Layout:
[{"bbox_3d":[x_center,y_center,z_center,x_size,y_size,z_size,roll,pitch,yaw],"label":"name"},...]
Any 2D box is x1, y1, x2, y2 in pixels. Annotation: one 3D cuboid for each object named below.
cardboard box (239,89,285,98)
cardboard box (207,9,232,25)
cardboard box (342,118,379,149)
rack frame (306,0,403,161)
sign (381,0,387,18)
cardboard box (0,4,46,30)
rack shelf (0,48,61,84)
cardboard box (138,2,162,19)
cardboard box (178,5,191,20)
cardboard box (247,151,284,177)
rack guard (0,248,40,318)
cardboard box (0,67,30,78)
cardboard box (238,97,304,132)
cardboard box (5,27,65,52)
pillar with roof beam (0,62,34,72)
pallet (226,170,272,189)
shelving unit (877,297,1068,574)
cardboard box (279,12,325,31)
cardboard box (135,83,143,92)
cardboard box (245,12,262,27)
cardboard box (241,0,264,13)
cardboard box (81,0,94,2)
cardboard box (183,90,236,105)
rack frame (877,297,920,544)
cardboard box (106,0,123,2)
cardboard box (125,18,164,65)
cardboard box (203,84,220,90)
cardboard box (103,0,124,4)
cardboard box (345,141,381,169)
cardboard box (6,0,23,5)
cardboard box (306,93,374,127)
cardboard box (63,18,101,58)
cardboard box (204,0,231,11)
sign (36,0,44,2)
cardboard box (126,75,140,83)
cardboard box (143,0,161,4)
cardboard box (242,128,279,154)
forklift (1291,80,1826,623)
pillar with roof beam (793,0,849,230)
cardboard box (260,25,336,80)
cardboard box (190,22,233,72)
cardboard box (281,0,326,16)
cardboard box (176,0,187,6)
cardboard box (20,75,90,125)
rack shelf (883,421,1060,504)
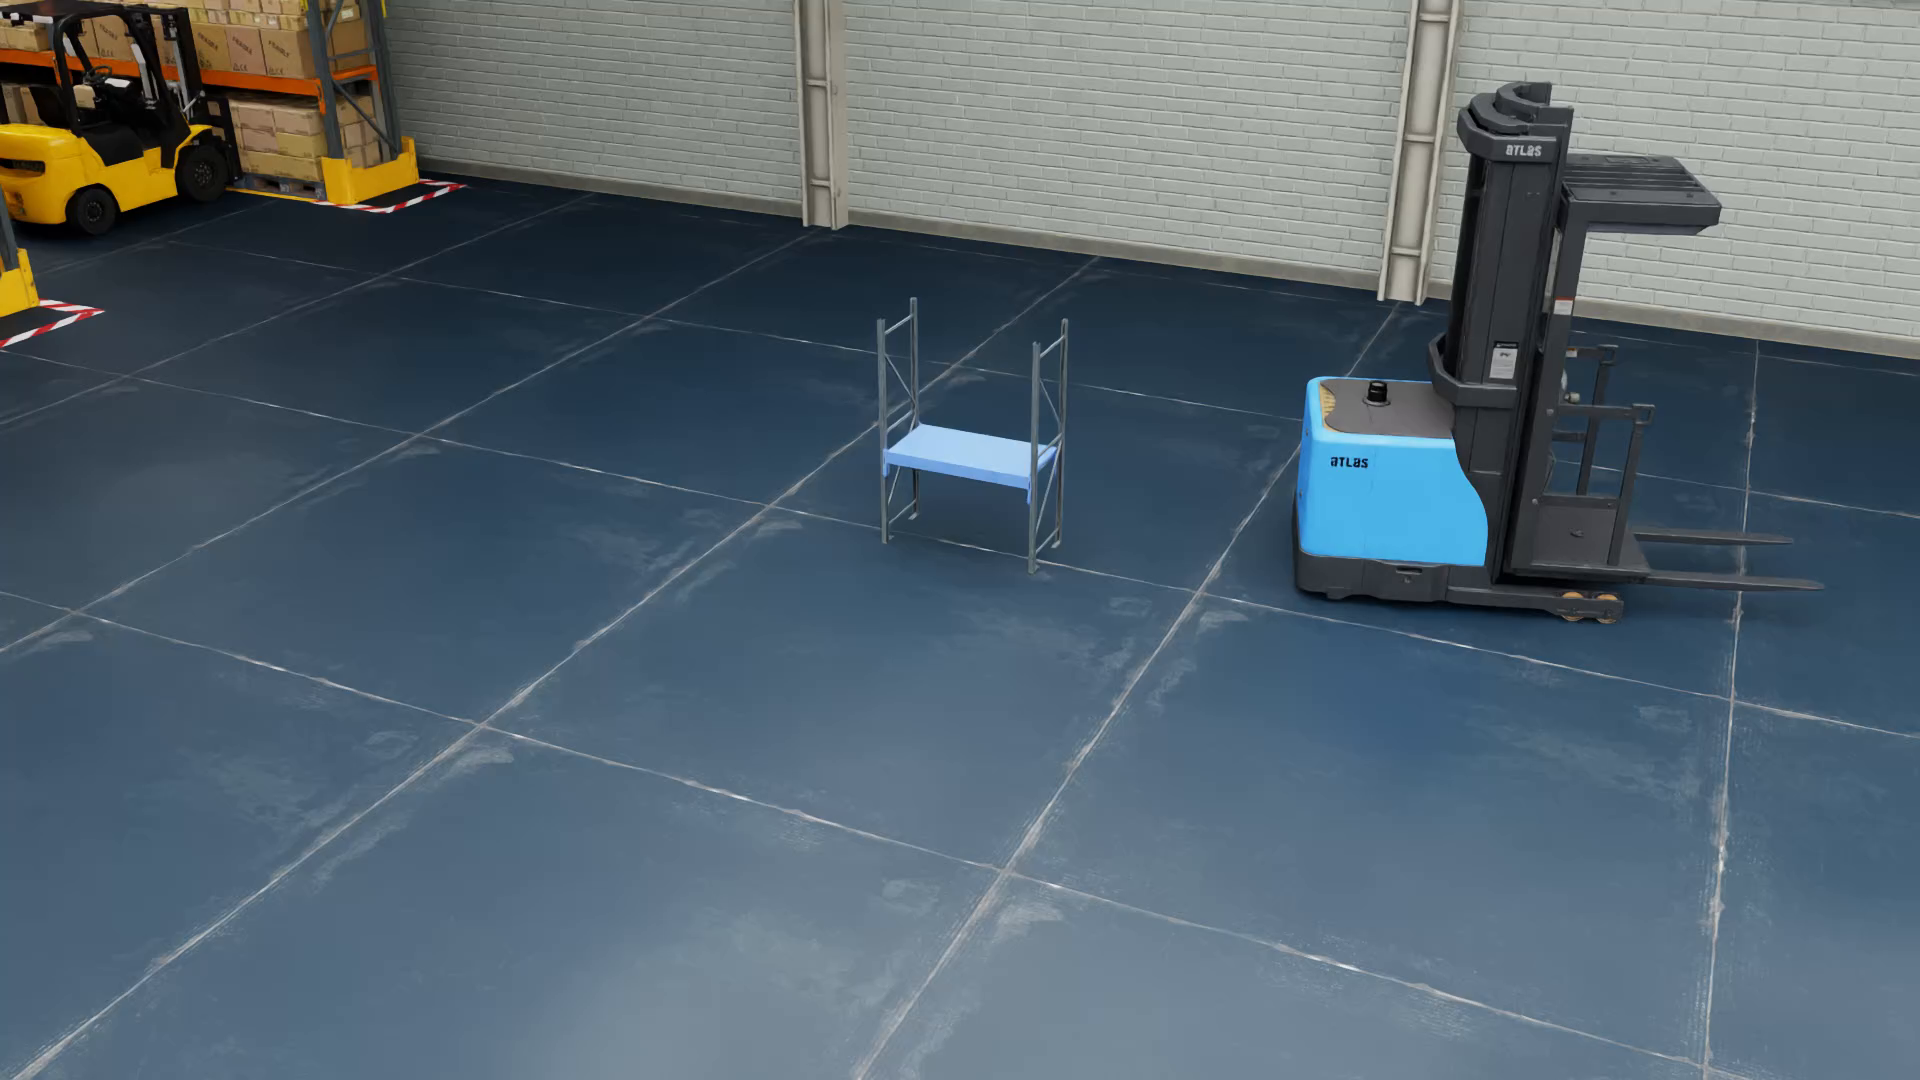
[{"bbox_3d":[-7.873,-5.023,19.063,0.500,0.250,0.500,11,28,21],"label":"cardboard box"},{"bbox_3d":[-7.978,-5.743,18.172,0.250,0.149,0.380,10,28,20],"label":"cardboard box"},{"bbox_3d":[-6.949,-4.619,18.807,0.500,0.250,0.500,12,29,23],"label":"cardboard box"},{"bbox_3d":[-6.607,-5.270,18.059,0.127,3.000,1.000,11,28,22],"label":"rack frame"},{"bbox_3d":[-6.372,-5.916,18.301,0.005,0.325,0.100,11,28,22],"label":"sign"},{"bbox_3d":[-10.801,-6.146,19.440,0.500,0.250,0.500,11,28,21],"label":"cardboard box"},{"bbox_3d":[-12.069,-6.045,20.446,4.000,0.370,1.077,11,28,22],"label":"rack shelf"},{"bbox_3d":[-8.913,-5.928,18.547,0.250,0.149,0.380,10,28,20],"label":"cardboard box"},{"bbox_3d":[-8.406,-5.863,18.416,0.250,0.149,0.380,11,28,21],"label":"cardboard box"},{"bbox_3d":[-7.614,-4.279,18.682,0.500,0.250,0.500,11,28,22],"label":"cardboard box"},{"bbox_3d":[-8.727,-2.166,14.584,0.348,0.500,1.175,11,28,22],"label":"rack guard"},{"bbox_3d":[-12.116,-5.497,20.732,0.625,0.625,0.875,10,28,20],"label":"cardboard box"},{"bbox_3d":[-7.622,-4.723,18.454,0.500,0.250,0.500,12,29,23],"label":"cardboard box"},{"bbox_3d":[-10.815,-5.921,19.551,0.500,0.250,0.500,12,29,23],"label":"cardboard box"},{"bbox_3d":[-14.111,-7.818,16.441,0.400,9.000,9.100,11,28,22],"label":"pillar with roof beam"},{"bbox_3d":[-8.427,-4.366,19.379,1.213,0.211,1.003,11,28,22],"label":"pallet"},{"bbox_3d":[0.078,-0.657,10.387,1.048,1.500,0.538,11,28,22],"label":"shelving unit"},{"bbox_3d":[-7.038,-5.557,17.793,0.250,0.149,0.380,12,29,23],"label":"cardboard box"},{"bbox_3d":[-9.476,-5.093,19.204,0.500,0.250,0.500,11,28,22],"label":"cardboard box"},{"bbox_3d":[-7.494,-5.664,18.010,0.250,0.149,0.380,12,29,23],"label":"cardboard box"},{"bbox_3d":[-7.507,-5.790,17.930,0.250,0.149,0.380,12,29,23],"label":"cardboard box"},{"bbox_3d":[-9.830,-6.127,18.951,0.250,0.149,0.380,12,29,23],"label":"cardboard box"},{"bbox_3d":[-8.544,-4.907,18.827,0.500,0.250,0.500,11,28,21],"label":"cardboard box"},{"bbox_3d":[-0.385,-0.750,10.576,0.032,1.500,0.500,11,28,22],"label":"rack frame"},{"bbox_3d":[-9.377,-6.150,18.662,0.250,0.149,0.380,12,29,23],"label":"cardboard box"},{"bbox_3d":[-9.010,-5.680,18.777,0.500,0.500,0.500,11,28,21],"label":"cardboard box"},{"bbox_3d":[-8.798,-5.208,19.438,0.500,0.250,0.500,12,28,22],"label":"cardboard box"},{"bbox_3d":[-9.388,-6.015,18.724,0.250,0.149,0.380,12,29,23],"label":"cardboard box"},{"bbox_3d":[-6.973,-4.394,18.915,0.500,0.250,0.500,11,28,22],"label":"cardboard box"},{"bbox_3d":[-10.893,-6.351,19.405,0.250,0.149,0.380,11,28,21],"label":"cardboard box"},{"bbox_3d":[-6.966,-4.838,18.685,0.500,0.250,0.500,11,28,21],"label":"cardboard box"},{"bbox_3d":[-9.952,-5.860,19.144,0.500,0.500,0.500,11,28,20],"label":"cardboard box"},{"bbox_3d":[-7.986,-5.868,18.089,0.250,0.149,0.380,12,29,23],"label":"cardboard box"},{"bbox_3d":[-10.464,-6.266,18.859,0.005,0.325,0.100,11,28,22],"label":"sign"},{"bbox_3d":[-9.720,-5.393,19.813,0.500,0.250,0.500,12,29,23],"label":"cardboard box"},{"bbox_3d":[-8.875,-6.090,18.539,0.250,0.149,0.380,11,28,22],"label":"cardboard box"},{"bbox_3d":[-7.631,-4.509,18.583,0.500,0.250,0.500,11,28,21],"label":"cardboard box"},{"bbox_3d":[3.591,-1.078,9.621,3.031,2.935,1.130,4,26,8],"label":"forklift"},{"bbox_3d":[-3.188,-5.623,11.984,0.400,9.000,9.100,11,28,22],"label":"pillar with roof beam"},{"bbox_3d":[-7.163,-5.300,18.005,0.500,0.500,0.500,11,28,21],"label":"cardboard box"},{"bbox_3d":[-8.099,-5.492,18.395,0.500,0.500,0.500,11,28,21],"label":"cardboard box"},{"bbox_3d":[-7.020,-5.720,17.788,0.250,0.149,0.380,11,28,22],"label":"cardboard box"},{"bbox_3d":[-8.419,-5.998,18.353,0.250,0.149,0.380,12,29,23],"label":"cardboard box"},{"bbox_3d":[-10.728,-5.216,20.161,0.625,0.625,0.875,13,29,24],"label":"cardboard box"},{"bbox_3d":[0.078,-0.496,10.467,1.000,0.185,0.538,11,28,22],"label":"rack shelf"}]
